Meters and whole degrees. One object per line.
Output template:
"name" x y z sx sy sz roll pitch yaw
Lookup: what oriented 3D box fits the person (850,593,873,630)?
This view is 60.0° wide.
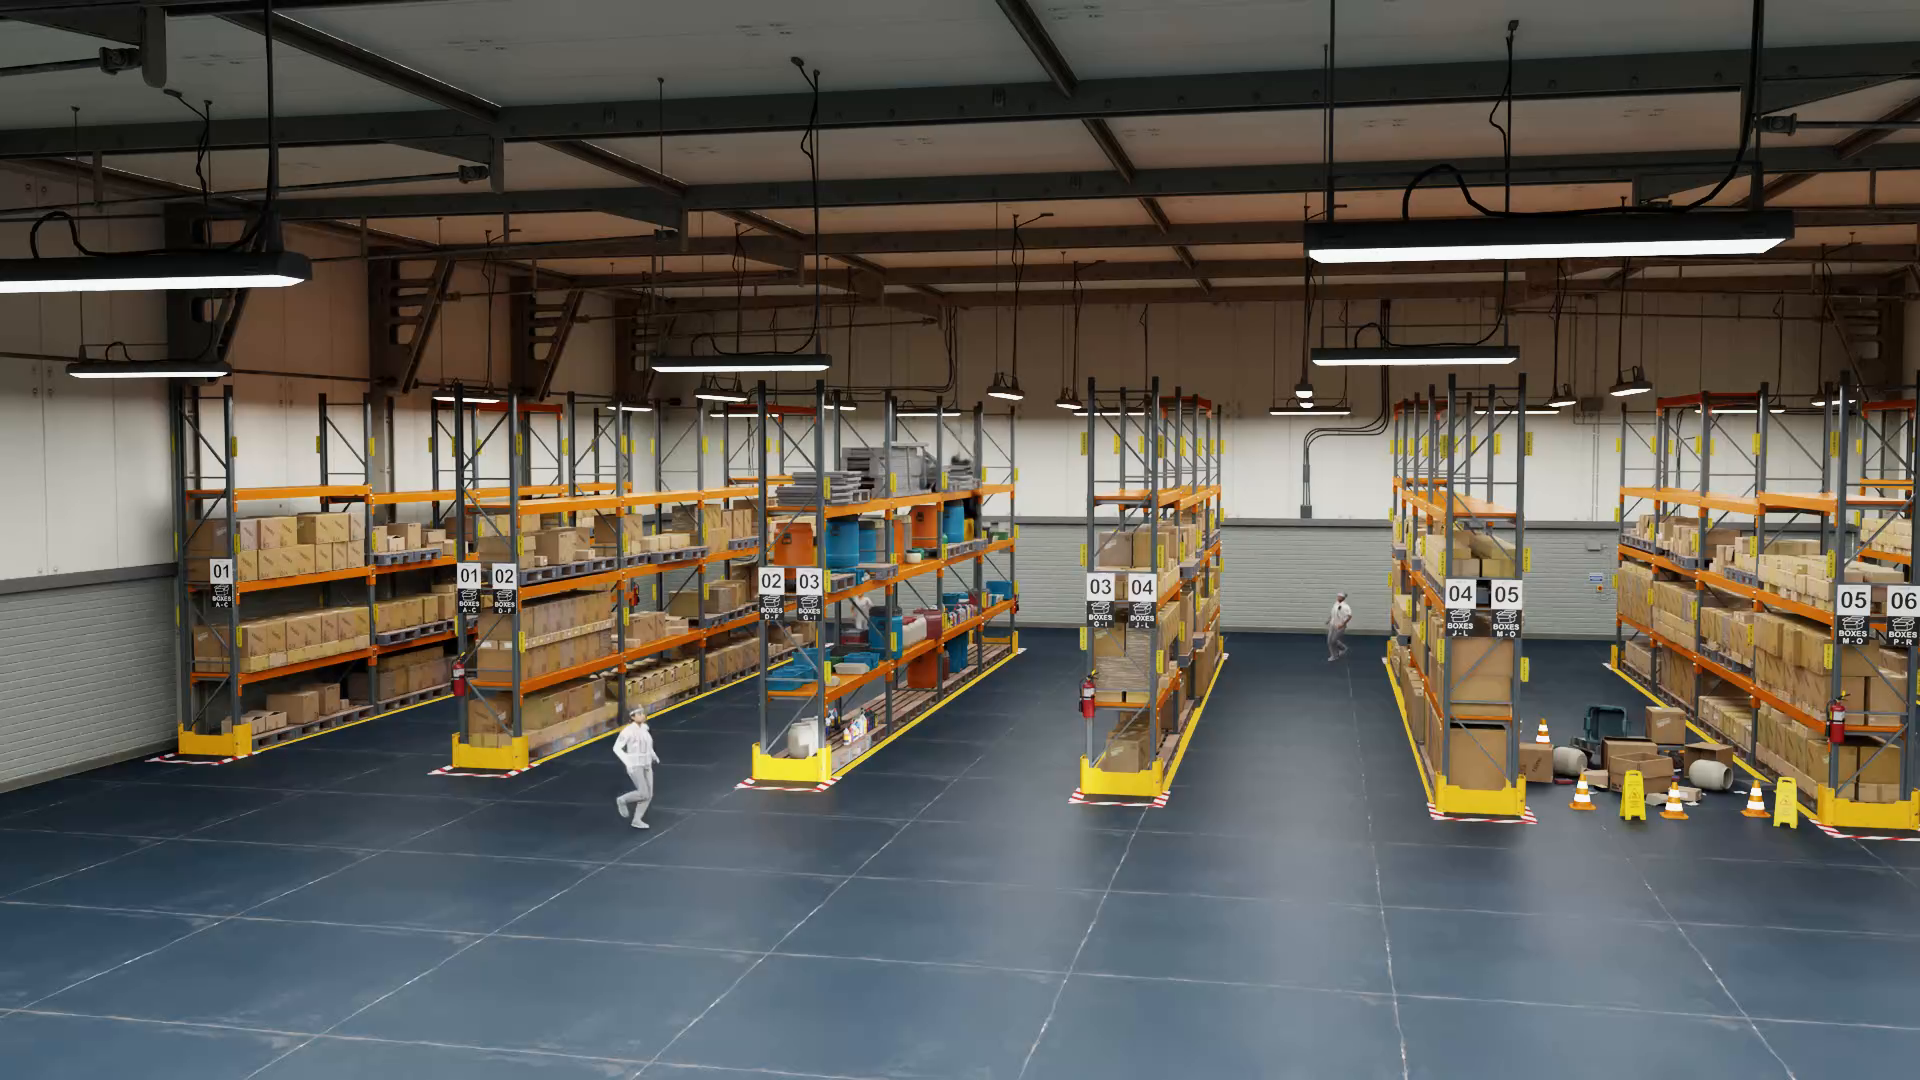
"person" -2.395 1.944 40.298 0.569 1.632 0.608 0 3 3

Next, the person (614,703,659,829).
"person" -4.223 2.960 21.833 0.552 1.644 0.614 2 4 34

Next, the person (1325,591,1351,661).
"person" 8.893 2.011 38.969 0.503 1.655 0.637 -2 4 -30
